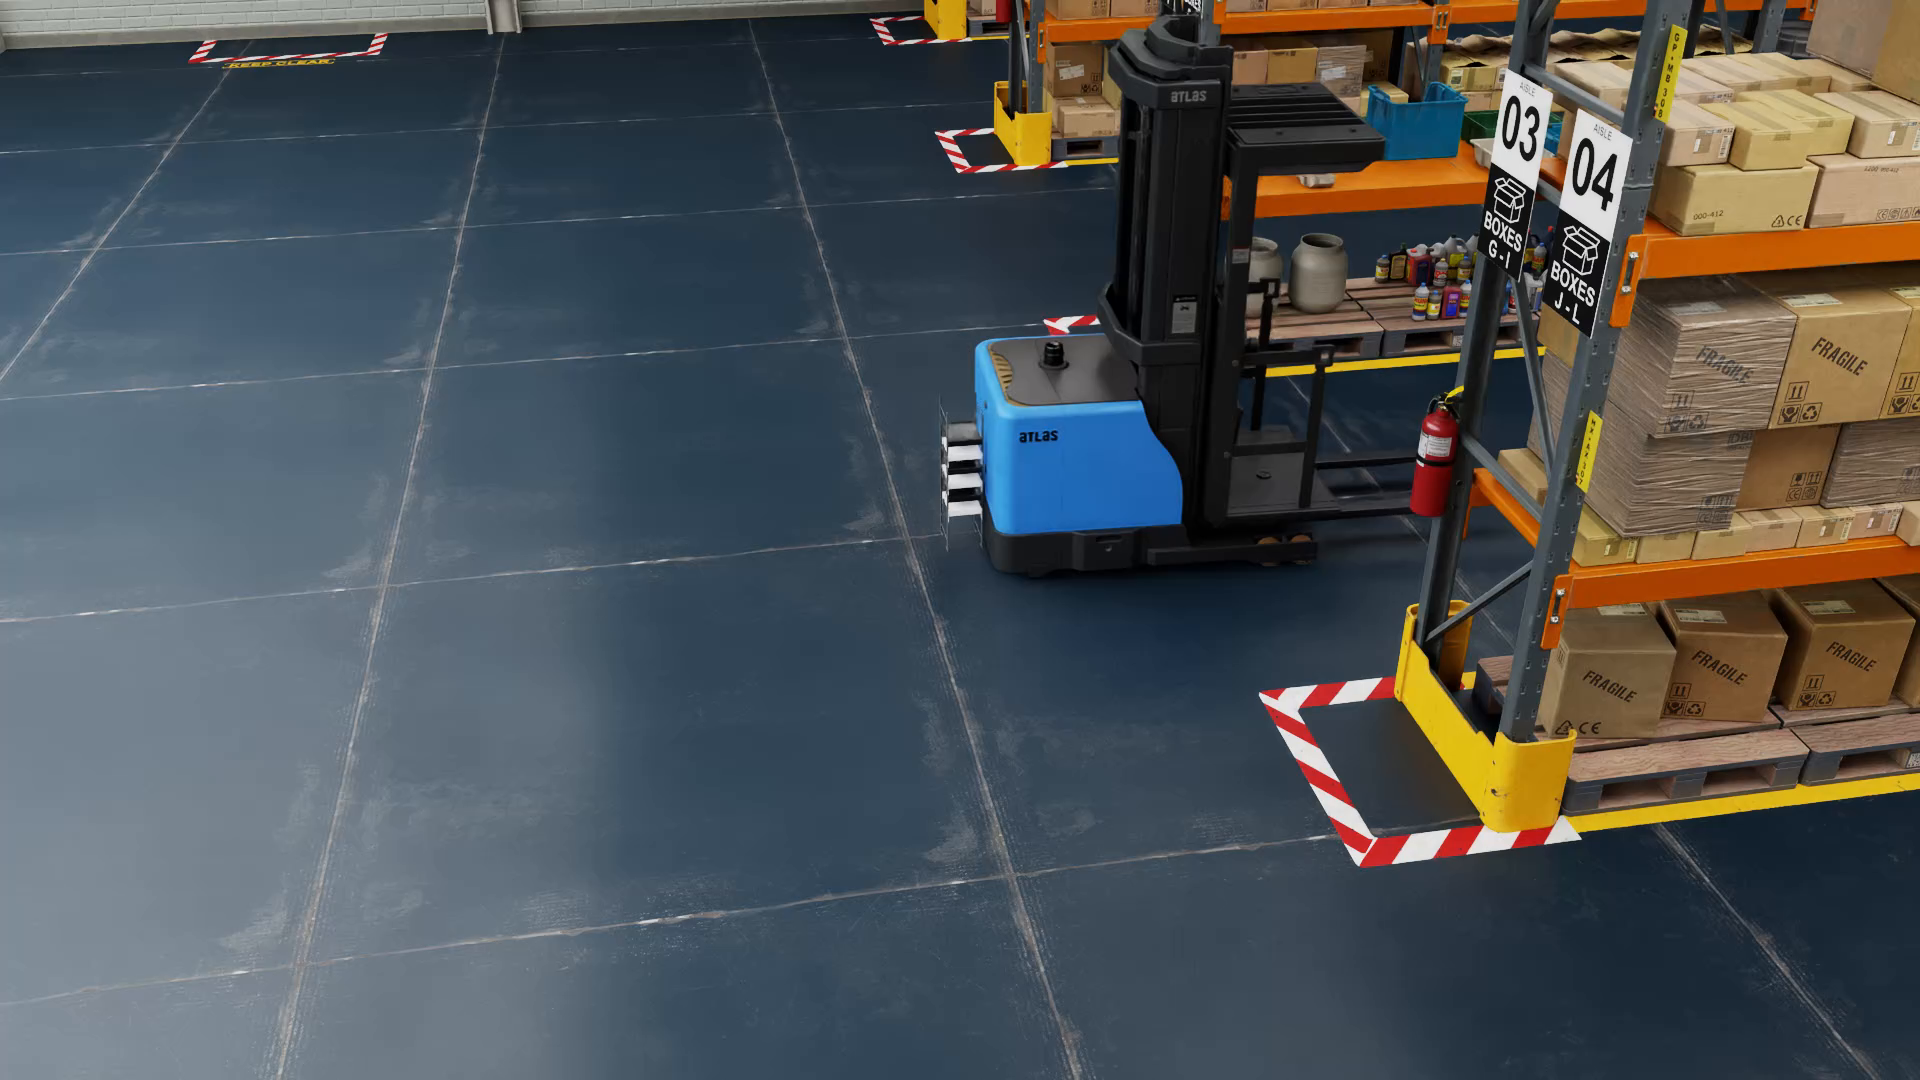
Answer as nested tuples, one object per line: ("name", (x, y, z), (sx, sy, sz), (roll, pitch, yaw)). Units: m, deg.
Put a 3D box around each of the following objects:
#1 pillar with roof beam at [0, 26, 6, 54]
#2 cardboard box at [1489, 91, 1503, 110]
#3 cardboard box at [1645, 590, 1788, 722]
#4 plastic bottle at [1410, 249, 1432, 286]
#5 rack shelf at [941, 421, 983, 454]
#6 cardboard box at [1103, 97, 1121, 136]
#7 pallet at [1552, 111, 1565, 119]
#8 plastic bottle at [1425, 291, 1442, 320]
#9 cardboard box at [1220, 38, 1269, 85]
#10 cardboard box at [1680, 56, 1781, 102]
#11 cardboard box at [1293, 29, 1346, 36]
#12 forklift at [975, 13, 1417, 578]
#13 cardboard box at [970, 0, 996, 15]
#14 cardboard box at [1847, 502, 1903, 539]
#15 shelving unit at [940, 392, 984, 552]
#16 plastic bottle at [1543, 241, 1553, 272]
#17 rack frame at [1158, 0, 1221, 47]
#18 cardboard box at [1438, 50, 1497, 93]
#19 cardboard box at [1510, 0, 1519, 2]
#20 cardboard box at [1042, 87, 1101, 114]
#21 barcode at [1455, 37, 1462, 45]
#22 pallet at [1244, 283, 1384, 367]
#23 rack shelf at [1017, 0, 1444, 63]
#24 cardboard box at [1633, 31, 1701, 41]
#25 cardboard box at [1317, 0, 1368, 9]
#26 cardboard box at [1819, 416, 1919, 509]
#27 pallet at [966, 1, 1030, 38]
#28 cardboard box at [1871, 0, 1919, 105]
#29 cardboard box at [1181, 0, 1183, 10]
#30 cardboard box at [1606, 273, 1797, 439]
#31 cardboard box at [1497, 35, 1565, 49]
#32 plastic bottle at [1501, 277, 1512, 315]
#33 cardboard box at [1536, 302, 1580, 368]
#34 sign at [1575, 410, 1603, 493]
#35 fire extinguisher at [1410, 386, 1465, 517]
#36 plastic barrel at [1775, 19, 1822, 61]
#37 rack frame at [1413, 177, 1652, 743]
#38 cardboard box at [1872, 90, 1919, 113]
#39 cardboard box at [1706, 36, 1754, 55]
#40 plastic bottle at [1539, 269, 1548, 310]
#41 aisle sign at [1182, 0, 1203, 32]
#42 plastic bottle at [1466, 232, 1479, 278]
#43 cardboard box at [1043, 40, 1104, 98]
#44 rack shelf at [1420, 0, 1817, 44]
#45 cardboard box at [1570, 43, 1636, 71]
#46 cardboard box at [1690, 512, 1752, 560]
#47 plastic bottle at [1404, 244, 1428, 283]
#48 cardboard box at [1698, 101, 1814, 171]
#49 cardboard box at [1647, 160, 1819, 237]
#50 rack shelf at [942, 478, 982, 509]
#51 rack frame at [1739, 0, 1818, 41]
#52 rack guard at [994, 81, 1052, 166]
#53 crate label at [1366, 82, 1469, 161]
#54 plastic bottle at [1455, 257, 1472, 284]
("pillar with roof beam", (-10.757, -7.499, 13.740), (0.400, 9.000, 9.100), (-5, 31, -9))
("cardboard box", (5.513, -4.510, 16.874), (0.500, 0.250, 0.500), (-5, 31, -8))
("cardboard box", (3.614, 0.526, 8.063), (0.500, 0.500, 0.500), (2, 31, 4))
("plastic bottle", (3.523, -2.081, 12.691), (0.133, 0.283, 0.061), (-5, 31, -9))
("rack shelf", (0.008, -0.593, 9.518), (0.200, 0.077, 0.258), (-5, 31, -9))
("cardboard box", (1.693, -4.171, 16.298), (0.500, 0.250, 0.500), (-5, 31, -9))
("pallet", (6.489, -4.553, 17.399), (1.213, 0.211, 1.003), (-5, 31, -9))
("plastic bottle", (3.464, -1.723, 12.162), (0.097, 0.201, 0.097), (0, 30, 0))
("cardboard box", (2.678, -4.583, 16.258), (0.500, 0.500, 0.500), (-5, 31, -9))
("cardboard box", (3.158, -1.877, 6.892), (0.250, 0.149, 0.380), (-7, 31, -11))
("cardboard box", (3.566, -4.939, 16.862), (0.500, 0.500, 0.500), (-5, 31, -9))
("forklift", (1.633, -1.373, 9.307), (3.031, 2.935, 1.130), (-4, 31, -6))
("cardboard box", (0.435, -6.708, 20.533), (0.500, 0.311, 0.500), (-9, 32, -15))
("cardboard box", (3.966, -0.167, 7.437), (0.250, 0.149, 0.380), (-5, 31, -9))
("shelving unit", (0.008, -0.389, 9.638), (0.210, 0.900, 0.258), (-5, 31, -9))
("plastic bottle", (4.615, -2.194, 12.816), (0.185, 0.351, 0.144), (-5, 31, -9))
("rack frame", (1.523, -2.720, 11.531), (0.127, 3.000, 1.000), (-5, 31, -9))
("cardboard box", (5.020, -4.706, 16.654), (0.500, 0.311, 0.500), (-5, 31, -9))
("cardboard box", (5.477, -5.426, 16.381), (0.250, 0.149, 0.380), (-5, 31, -9))
("cardboard box", (1.108, -4.382, 16.656), (0.500, 0.250, 0.500), (-5, 31, -9))
("barcode", (4.895, -4.897, 16.318), (0.075, 0.075, 0.001), (-5, 31, -9))
("pallet", (2.389, -1.620, 12.411), (1.213, 0.211, 1.003), (-5, 31, -9))
("rack shelf", (2.602, -5.063, 16.225), (4.000, 0.370, 1.077), (-5, 31, -9))
("cardboard box", (7.420, -5.204, 17.501), (0.500, 0.311, 0.500), (-6, 31, -10))
("cardboard box", (3.616, -5.503, 16.166), (0.500, 0.500, 0.700), (-6, 31, -9))
("cardboard box", (3.931, -0.588, 7.513), (0.500, 0.500, 0.875), (-5, 31, -9))
("pallet", (0.619, -6.521, 20.746), (1.213, 0.211, 1.003), (-5, 31, -9))
("cardboard box", (3.924, -1.931, 6.345), (0.500, 0.500, 0.500), (-5, 31, -9))
("cardboard box", (2.101, -5.362, 15.926), (0.500, 0.500, 0.700), (-5, 31, -9))
("cardboard box", (3.005, -0.767, 6.832), (0.500, 0.500, 0.500), (-5, 31, -9))
("cardboard box", (5.917, -5.068, 17.269), (0.500, 0.311, 0.500), (-5, 31, -9))
("plastic bottle", (3.997, -1.803, 12.229), (0.097, 0.271, 0.097), (0, 30, 0))
("cardboard box", (2.911, -1.026, 7.272), (0.500, 0.500, 0.500), (-5, 31, -9))
("sign", (2.513, -0.353, 6.652), (0.005, 0.325, 0.100), (-5, 31, -9))
("fire extinguisher", (2.219, -0.437, 7.724), (0.183, 0.674, 0.296), (-5, 31, -9))
("plastic barrel", (5.892, -3.186, 11.828), (0.708, 0.901, 0.600), (-5, 31, -9))
("rack frame", (2.415, -0.251, 7.331), (0.127, 3.000, 1.000), (-5, 31, -9))
("cardboard box", (3.746, -1.630, 6.473), (0.250, 0.149, 0.380), (-5, 31, -9))
("cardboard box", (8.033, -4.987, 17.132), (0.500, 0.311, 0.500), (-5, 31, -8))
("plastic bottle", (4.369, -1.884, 12.288), (0.185, 0.351, 0.144), (-5, 31, -9))
("aisle sign", (1.505, -3.688, 10.613), (0.004, 0.787, 0.394), (-5, 31, -9))
("plastic bottle", (3.985, -2.210, 12.843), (0.185, 0.351, 0.144), (-6, 31, -9))
("cardboard box", (1.108, -4.706, 16.468), (0.500, 0.500, 0.500), (-5, 31, -9))
("rack shelf", (6.536, -5.428, 16.846), (4.000, 0.370, 1.077), (-5, 31, -9))
("cardboard box", (6.532, -4.847, 16.894), (0.500, 0.311, 0.500), (-4, 31, -8))
("cardboard box", (3.236, -0.078, 7.286), (0.250, 0.149, 0.380), (-5, 31, -9))
("plastic bottle", (3.503, -2.131, 12.783), (0.135, 0.276, 0.152), (-5, 31, -9))
("cardboard box", (3.000, -1.536, 6.313), (0.250, 0.149, 0.380), (-5, 31, -8))
("cardboard box", (2.935, -1.394, 6.465), (0.500, 0.250, 0.500), (-4, 31, -7))
("rack shelf", (0.008, -0.282, 9.700), (0.200, 0.077, 0.258), (-5, 31, -9))
("rack frame", (8.503, -5.920, 16.974), (0.127, 3.000, 1.000), (-5, 31, -9))
("rack guard", (0.611, -4.110, 16.362), (0.348, 0.500, 1.175), (-5, 31, -9))
("crate label", (3.284, -3.038, 12.037), (0.616, 0.435, 0.502), (-5, 31, -9))
("plastic bottle", (3.867, -2.073, 12.757), (0.097, 0.201, 0.097), (0, 30, 0))
